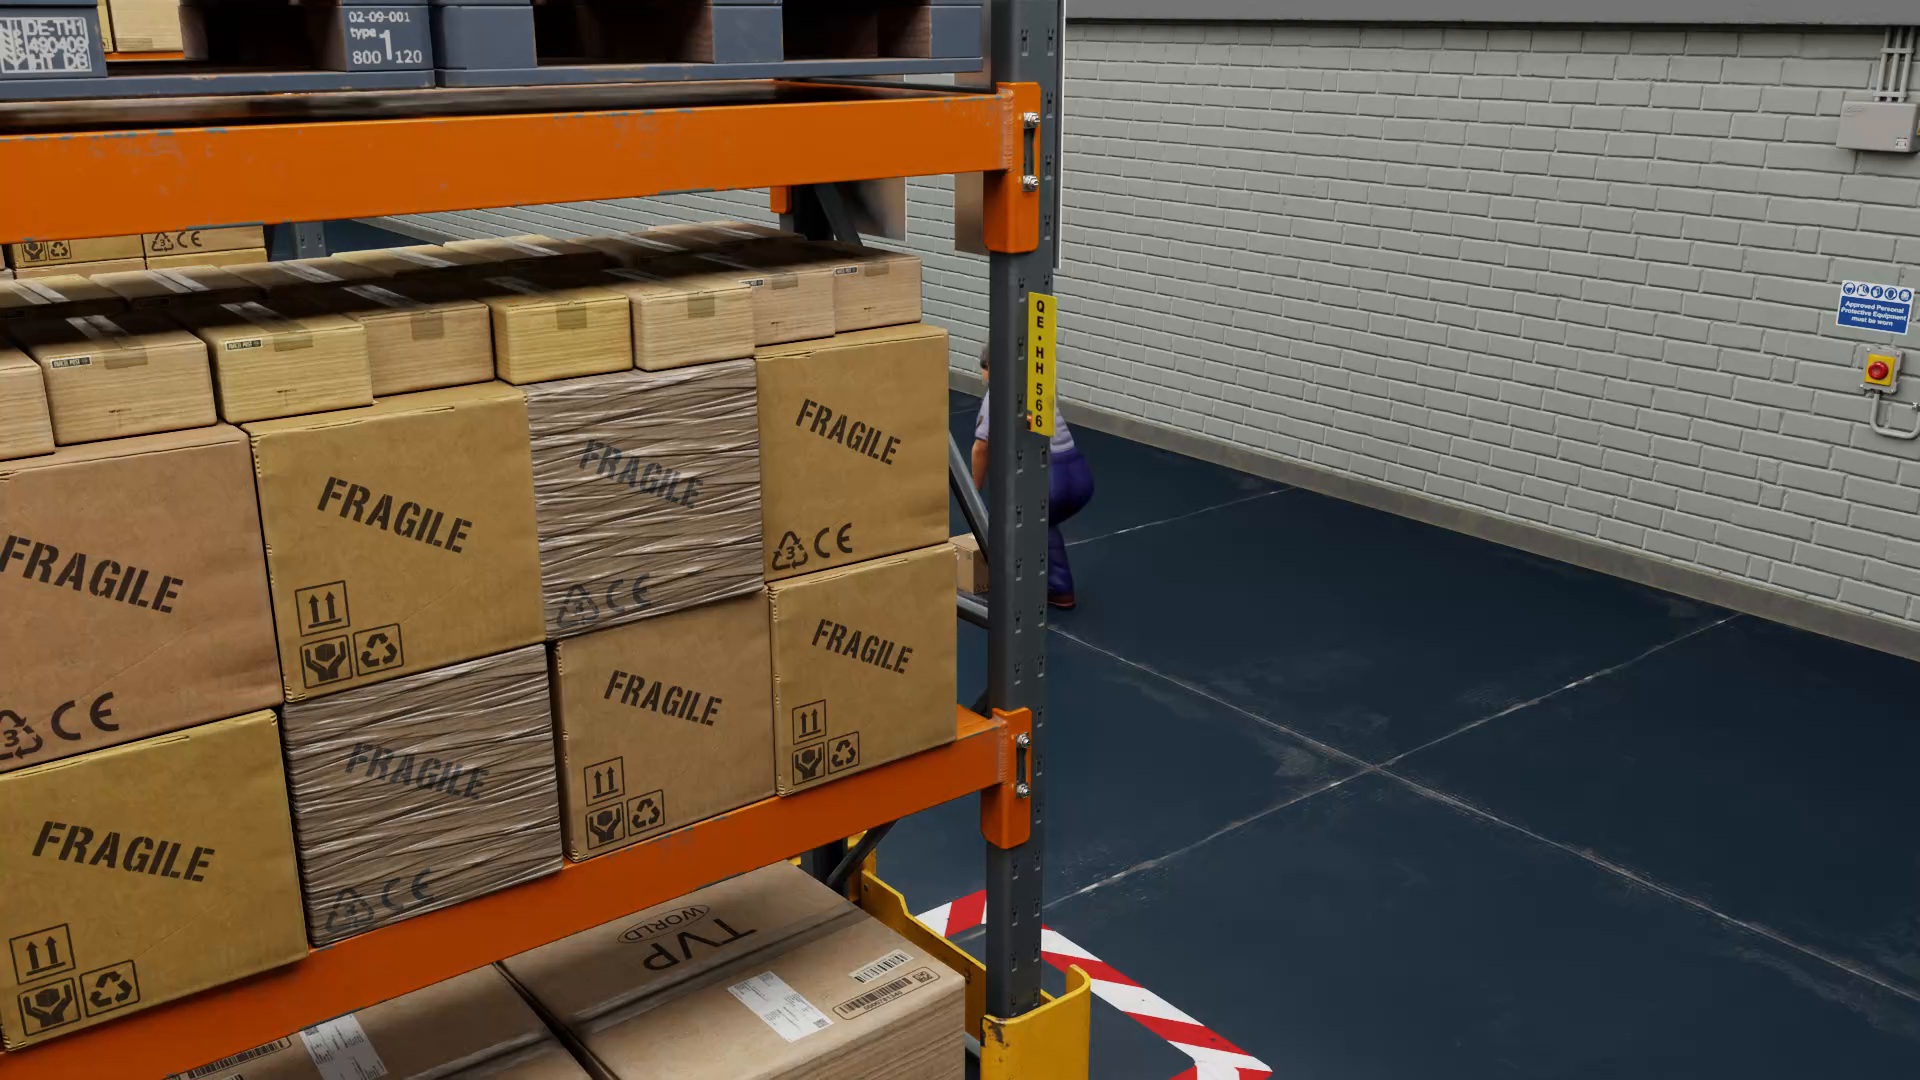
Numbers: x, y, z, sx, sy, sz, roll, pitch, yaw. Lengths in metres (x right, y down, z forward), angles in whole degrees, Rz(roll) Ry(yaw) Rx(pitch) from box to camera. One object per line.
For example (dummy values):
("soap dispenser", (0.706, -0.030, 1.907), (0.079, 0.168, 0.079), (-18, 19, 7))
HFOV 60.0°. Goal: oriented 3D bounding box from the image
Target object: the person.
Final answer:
("person", (0.334, -0.292, 8.458), (0.534, 1.368, 0.655), (-13, 22, -36))
